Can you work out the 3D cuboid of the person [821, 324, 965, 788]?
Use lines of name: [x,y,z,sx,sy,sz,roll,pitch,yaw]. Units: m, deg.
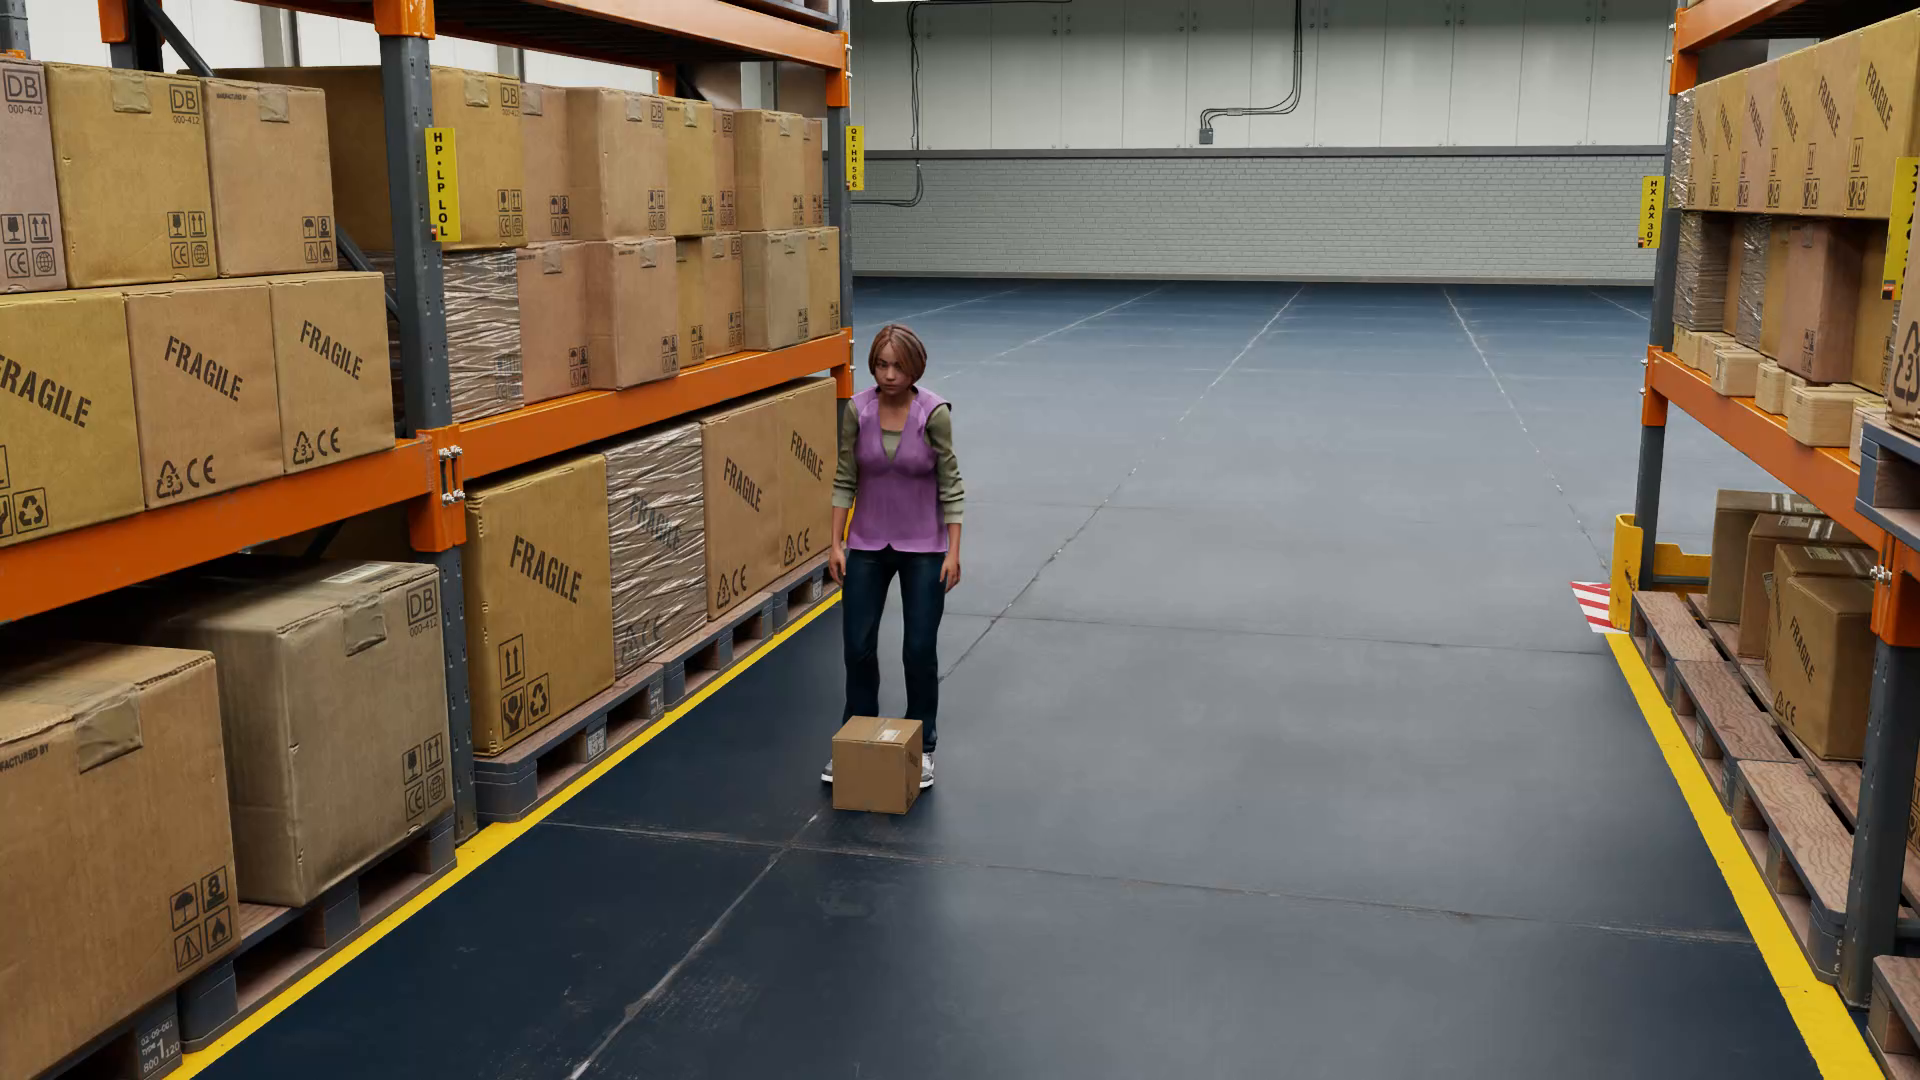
person: [-0.225,0.055,5.714,0.485,1.593,0.342,2,12,11]
